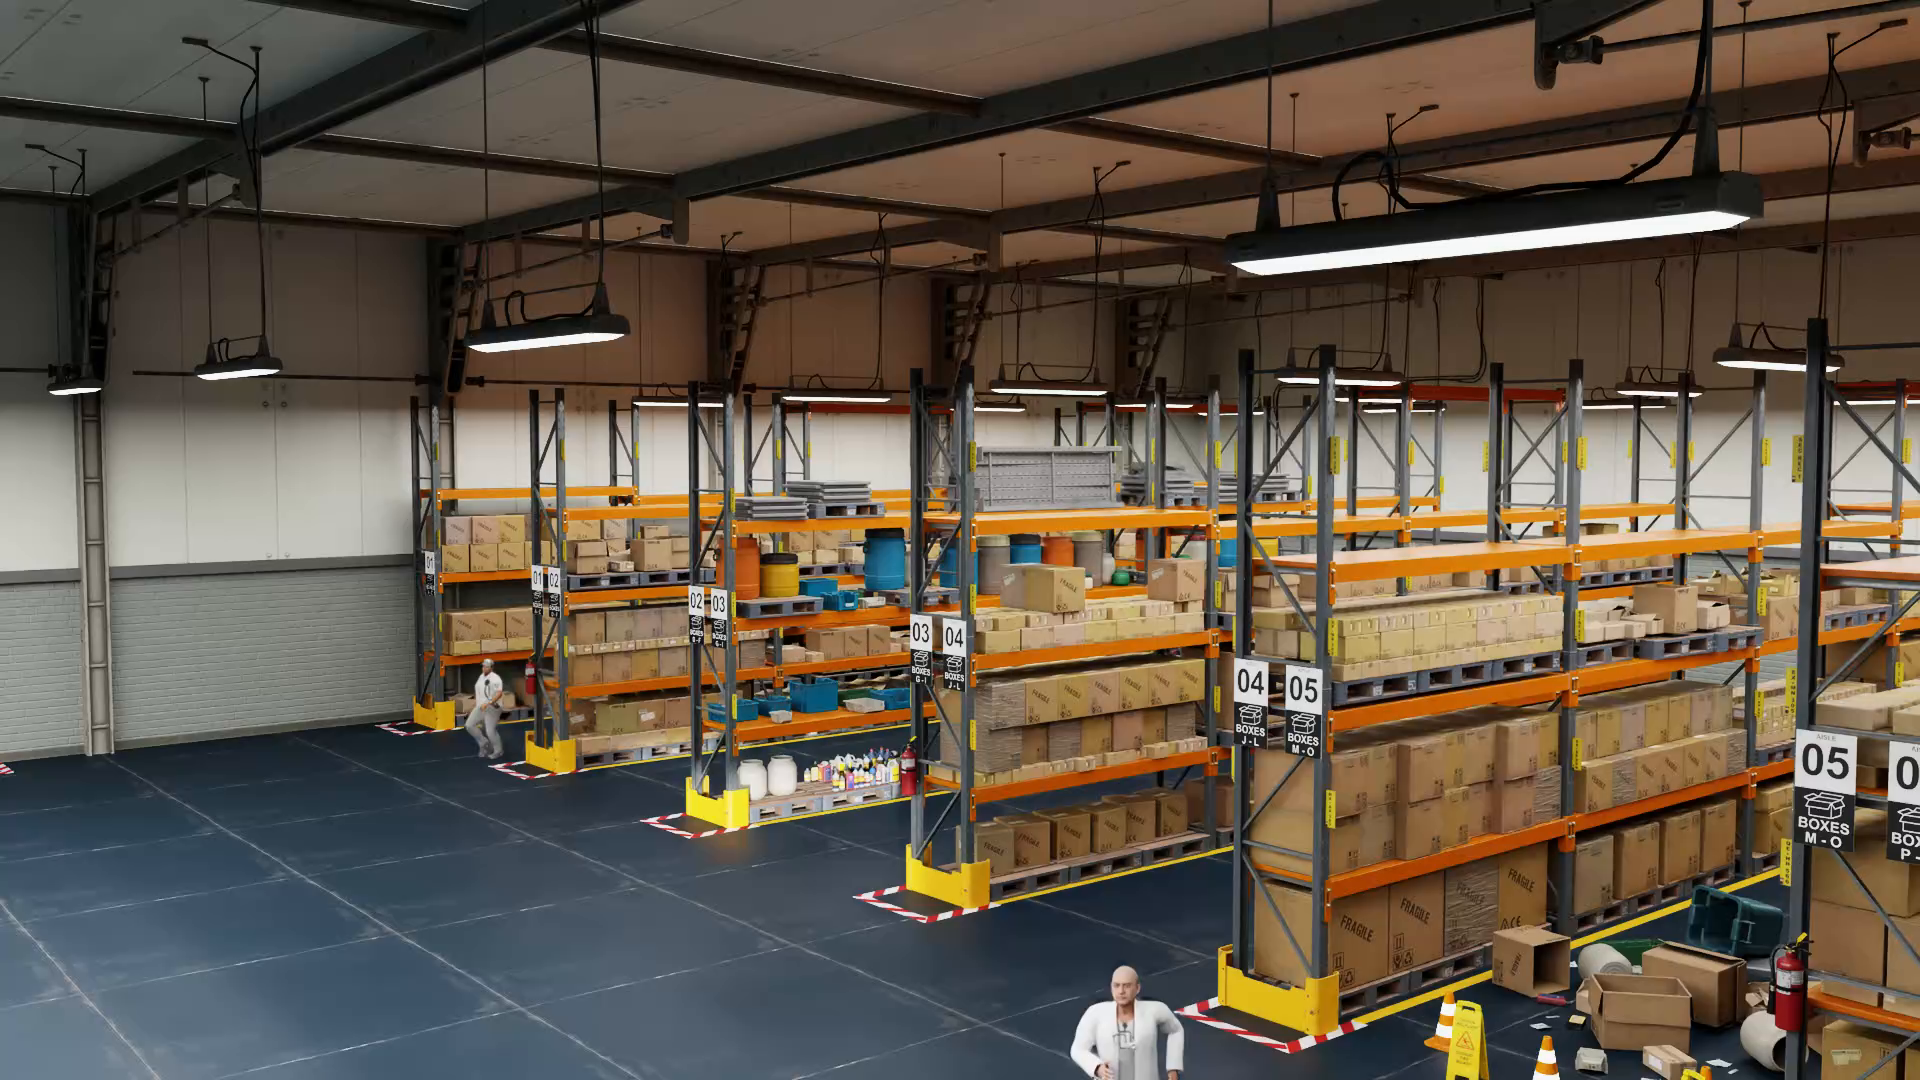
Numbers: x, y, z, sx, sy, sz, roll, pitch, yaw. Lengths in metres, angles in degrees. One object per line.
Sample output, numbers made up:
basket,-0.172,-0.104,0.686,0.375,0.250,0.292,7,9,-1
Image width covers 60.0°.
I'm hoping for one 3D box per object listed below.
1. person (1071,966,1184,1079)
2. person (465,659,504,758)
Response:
person,1.087,3.633,10.799,0.720,1.801,1.061,1,3,10
person,-7.723,2.747,27.109,0.625,1.636,0.592,2,4,36
